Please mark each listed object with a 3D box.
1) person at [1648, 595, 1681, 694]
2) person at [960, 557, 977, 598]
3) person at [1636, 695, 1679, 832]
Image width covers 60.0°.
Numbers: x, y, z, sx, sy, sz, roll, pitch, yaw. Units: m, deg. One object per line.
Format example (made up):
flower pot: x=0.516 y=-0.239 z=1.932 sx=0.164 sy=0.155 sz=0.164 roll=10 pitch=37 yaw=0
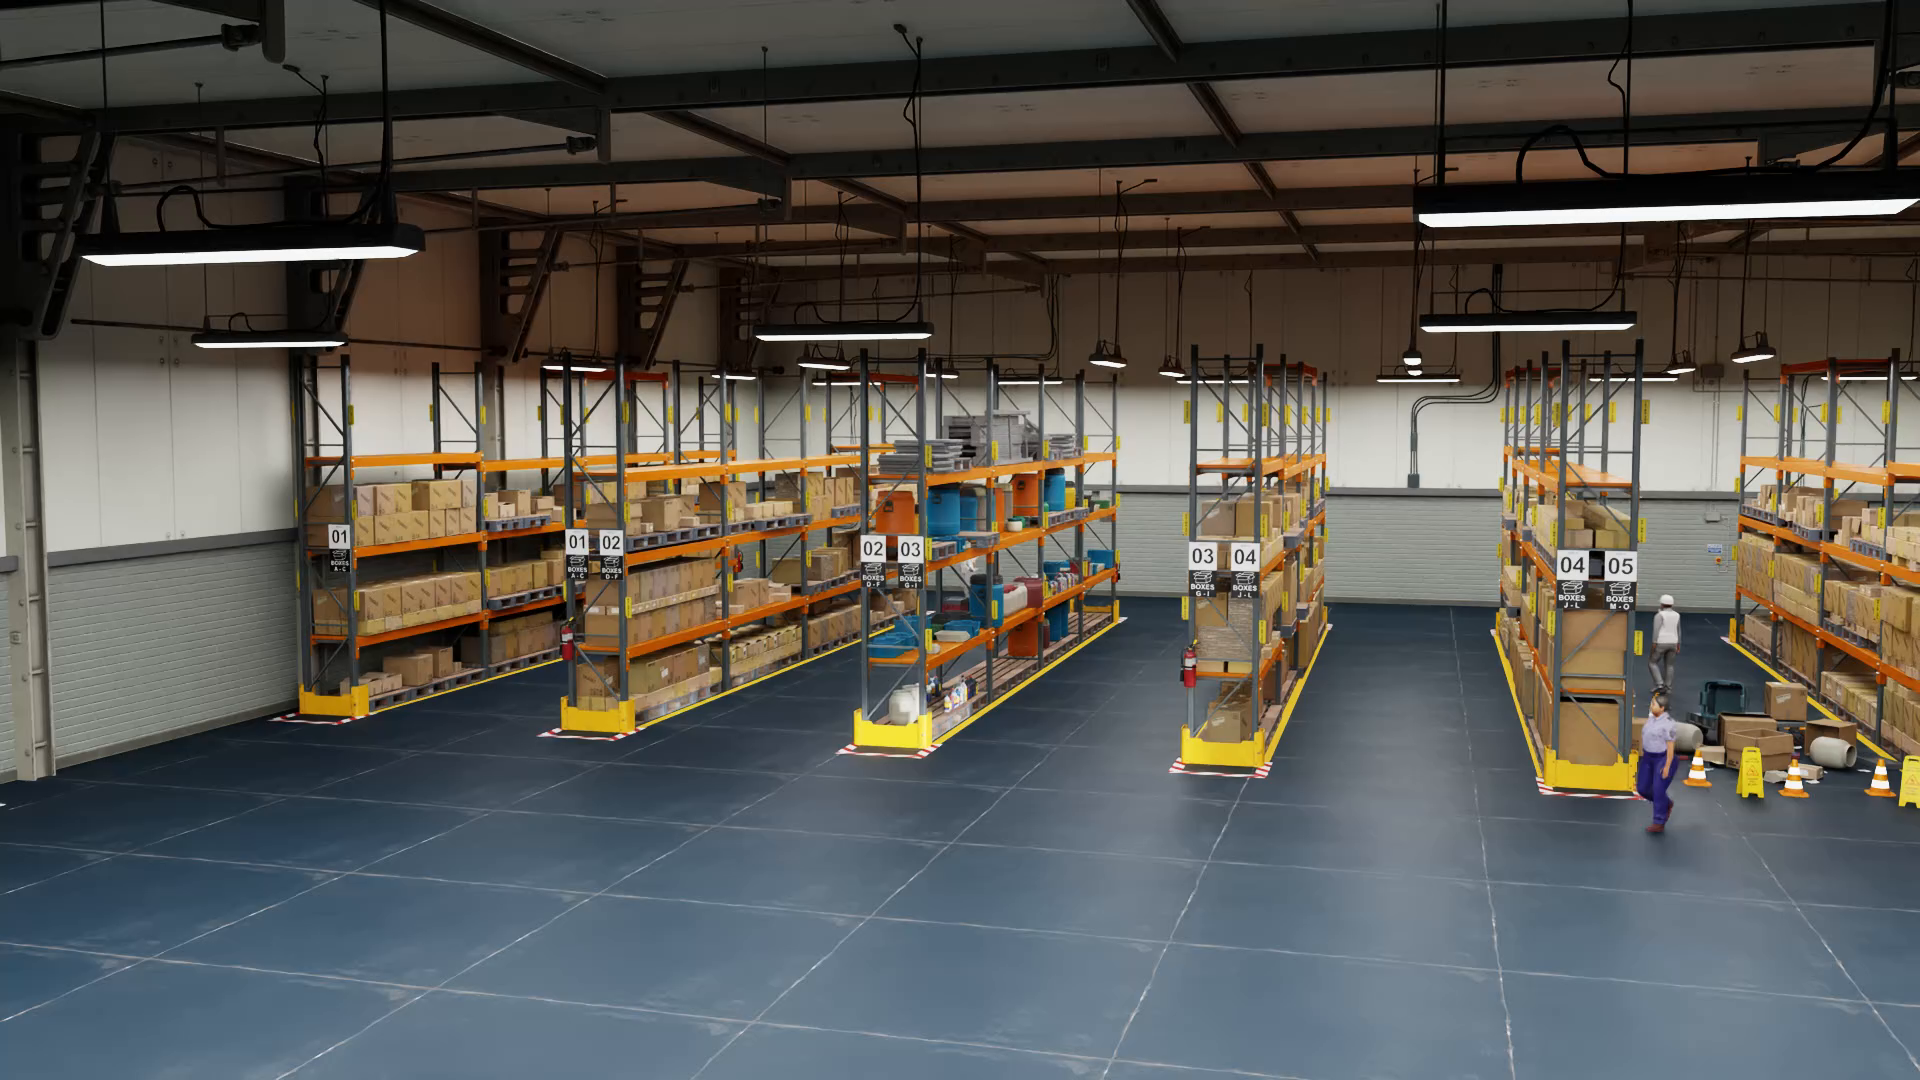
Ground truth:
person: x=12.708 y=1.883 z=29.964 sx=0.565 sy=1.799 sz=0.384 roll=-1 pitch=4 yaw=-10
person: x=0.260 y=0.862 z=44.041 sx=0.619 sy=1.643 sz=0.507 roll=-2 pitch=5 yaw=-24
person: x=8.468 y=2.669 z=20.019 sx=0.596 sy=1.631 sz=0.470 roll=-2 pitch=5 yaw=-25
